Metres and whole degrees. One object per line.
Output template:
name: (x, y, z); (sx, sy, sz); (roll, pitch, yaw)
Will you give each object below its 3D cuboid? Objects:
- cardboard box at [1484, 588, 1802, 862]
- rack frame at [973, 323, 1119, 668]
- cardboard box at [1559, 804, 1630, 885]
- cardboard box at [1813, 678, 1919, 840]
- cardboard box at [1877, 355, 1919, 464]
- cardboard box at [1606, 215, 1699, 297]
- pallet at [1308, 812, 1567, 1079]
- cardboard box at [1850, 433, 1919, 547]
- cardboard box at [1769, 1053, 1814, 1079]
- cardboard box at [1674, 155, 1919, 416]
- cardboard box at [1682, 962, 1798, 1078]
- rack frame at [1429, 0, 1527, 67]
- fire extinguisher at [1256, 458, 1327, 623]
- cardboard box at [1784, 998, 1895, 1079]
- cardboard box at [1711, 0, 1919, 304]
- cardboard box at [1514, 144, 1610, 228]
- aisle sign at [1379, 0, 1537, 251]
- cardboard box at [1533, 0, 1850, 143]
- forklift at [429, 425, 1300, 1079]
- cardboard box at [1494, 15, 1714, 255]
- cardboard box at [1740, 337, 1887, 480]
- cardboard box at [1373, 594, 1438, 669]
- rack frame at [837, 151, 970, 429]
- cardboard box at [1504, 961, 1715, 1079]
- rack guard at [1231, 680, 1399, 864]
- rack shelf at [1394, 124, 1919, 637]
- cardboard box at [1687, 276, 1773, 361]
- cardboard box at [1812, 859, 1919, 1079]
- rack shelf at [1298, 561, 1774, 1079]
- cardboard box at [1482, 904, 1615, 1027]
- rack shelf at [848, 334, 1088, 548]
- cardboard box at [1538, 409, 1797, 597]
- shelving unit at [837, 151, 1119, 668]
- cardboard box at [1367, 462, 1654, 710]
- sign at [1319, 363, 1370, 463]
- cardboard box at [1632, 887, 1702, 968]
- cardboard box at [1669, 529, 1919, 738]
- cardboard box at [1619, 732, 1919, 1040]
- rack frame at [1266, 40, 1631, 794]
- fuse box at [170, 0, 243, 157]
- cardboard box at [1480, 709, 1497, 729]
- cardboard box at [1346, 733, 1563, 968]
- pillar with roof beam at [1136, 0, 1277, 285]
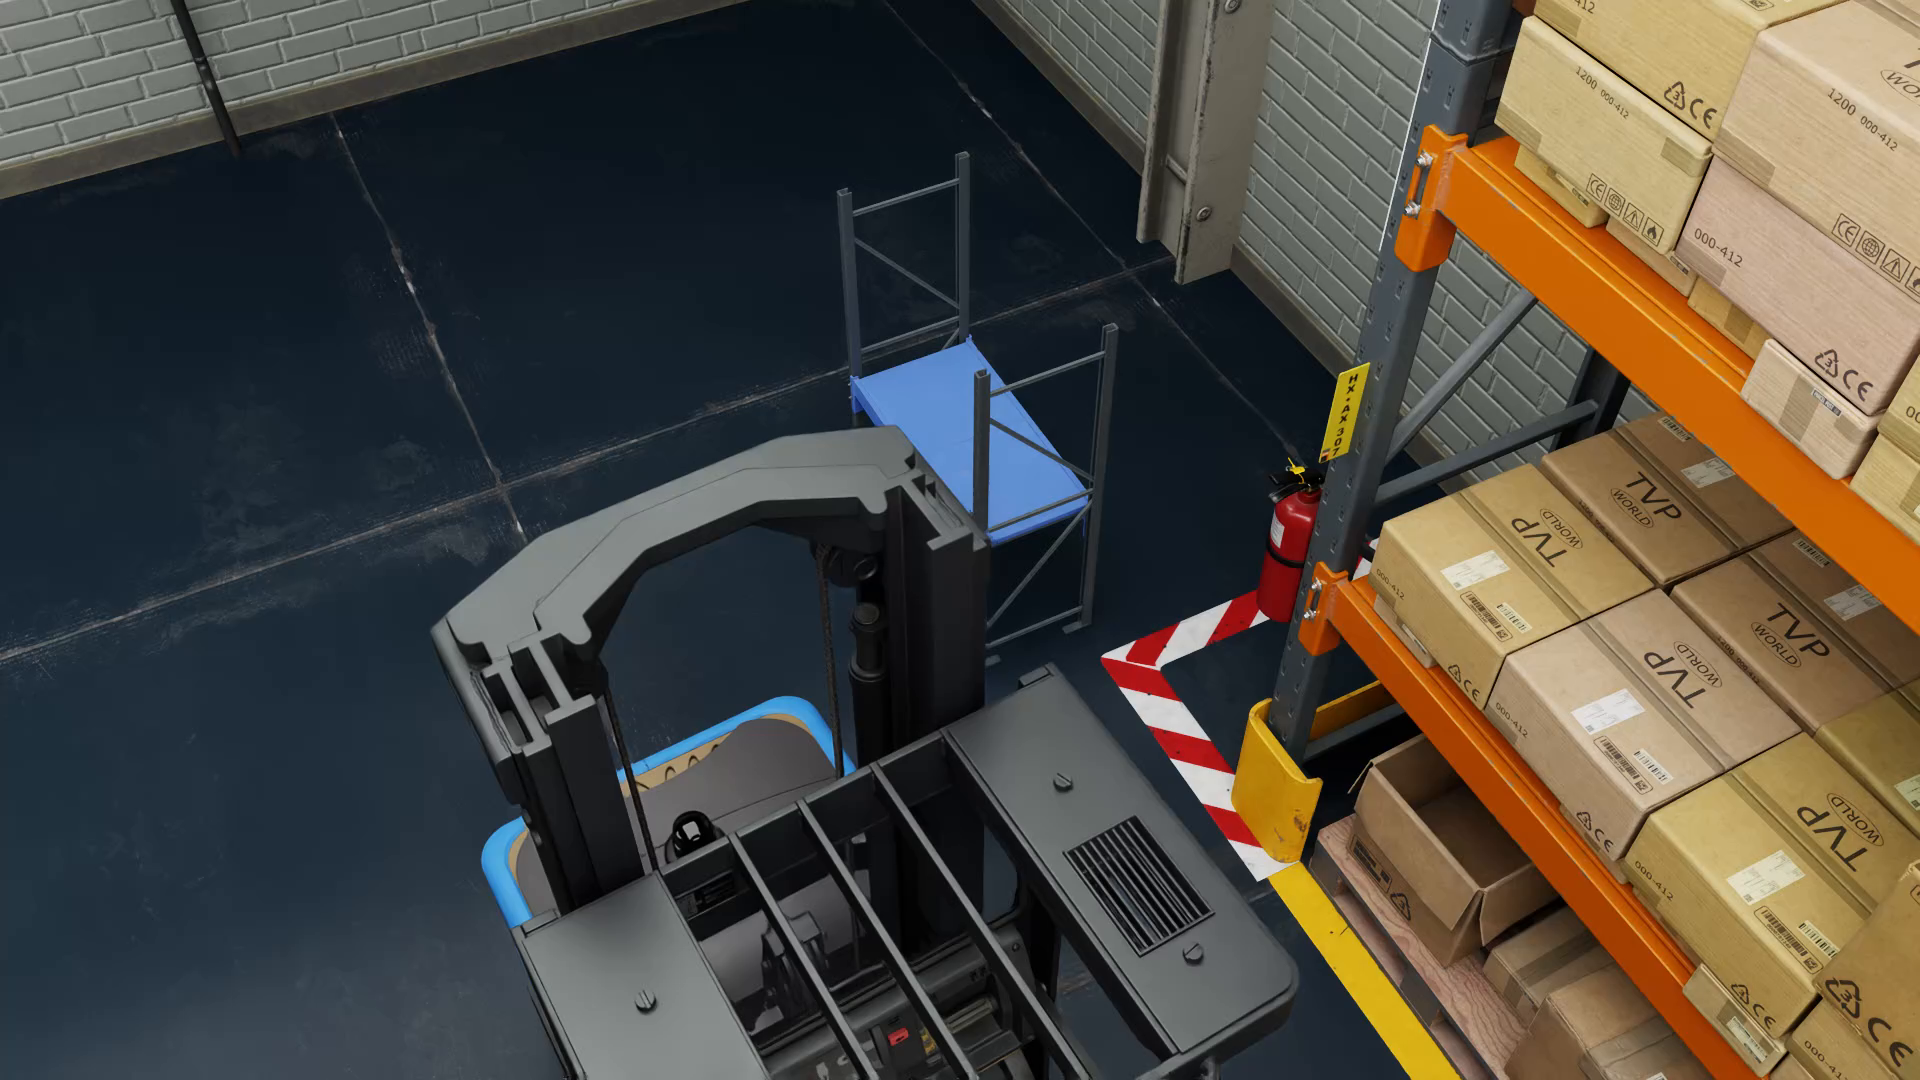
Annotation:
cardboard box: (1.692, 0.452, 4.156); (0.500, 0.250, 0.500); (-21, 52, -17)
rack frame: (0.272, -0.096, 5.731); (0.500, 1.500, 0.032); (-21, 52, -18)
cardboard box: (1.769, 0.673, 4.228); (0.380, 0.149, 0.250); (-20, 52, -16)
cardboard box: (2.396, 0.613, 4.015); (0.500, 0.250, 0.500); (-20, 52, -16)
cardboard box: (1.927, -0.198, 2.732); (0.500, 0.250, 0.500); (-23, 53, -19)
cardboard box: (1.575, -0.678, 3.417); (0.380, 0.149, 0.250); (-20, 52, -17)
pallet: (1.893, 1.269, 5.393); (1.003, 0.211, 1.213); (-21, 52, -18)
cardboard box: (1.826, -0.125, 2.934); (0.380, 0.149, 0.250); (-21, 52, -18)
cardboard box: (2.083, 1.213, 3.756); (0.380, 0.149, 0.250); (-20, 52, -17)
cardboard box: (1.704, -0.545, 3.036); (0.500, 0.250, 0.500); (-20, 52, -17)
cardboard box: (1.944, 1.043, 3.904); (0.380, 0.149, 0.250); (-23, 53, -19)
rack frame: (1.493, -2.208, 2.596); (1.000, 3.000, 0.127); (-21, 52, -18)
fire extinguisher: (1.014, -0.024, 4.970); (0.296, 0.674, 0.183); (-21, 52, -18)
cardboard box: (2.179, 1.125, 3.568); (0.500, 0.250, 0.500); (-22, 53, -18)
cardboard box: (1.688, -0.703, 2.842); (0.500, 0.250, 0.500); (-22, 52, -18)
cardboard box: (1.432, -0.844, 3.563); (0.380, 0.149, 0.250); (-20, 52, -17)
aisle sign: (1.200, -1.033, 3.827); (0.394, 0.787, 0.004); (-21, 52, -18)
cardboard box: (1.472, -1.050, 3.146); (0.500, 0.250, 0.500); (-22, 52, -18)
forklift: (-0.128, 1.311, 3.549); (1.130, 2.935, 3.031); (-24, 53, -20)
cardboard box: (1.453, -0.878, 3.327); (0.500, 0.250, 0.500); (-22, 52, -18)
cardboard box: (1.700, -0.298, 3.085); (0.380, 0.149, 0.250); (-20, 52, -17)
cardboard box: (1.399, 0.164, 4.673); (0.380, 0.149, 0.250); (-22, 52, -18)
rack frame: (-0.194, -0.777, 6.326); (0.500, 1.500, 0.032); (-21, 52, -18)
cardboard box: (2.045, 1.479, 4.738); (0.700, 0.500, 0.500); (-19, 52, -16)
rack guard: (1.527, 0.641, 5.750); (1.175, 0.500, 0.348); (-21, 52, -18)
rack shelf: (2.408, 0.355, 2.825); (1.077, 0.370, 4.000); (-21, 52, -18)
cardboard box: (1.677, -0.500, 3.262); (0.380, 0.149, 0.250); (-21, 52, -17)
cardboard box: (2.147, 0.872, 3.291); (0.500, 0.500, 0.500); (-20, 52, -17)
rack shelf: (2.408, 1.342, 3.954); (1.077, 0.370, 4.000); (-21, 52, -18)
cardboard box: (1.848, 1.307, 5.122); (0.380, 0.149, 0.250); (-23, 53, -19)
rack shelf: (0.039, -0.318, 6.164); (0.538, 0.185, 1.000); (-21, 52, -18)
cardboard box: (1.939, -0.065, 4.609); (0.500, 0.250, 0.500); (-20, 52, -16)
shelving unit: (0.039, -0.437, 6.028); (0.538, 1.500, 1.048); (-21, 52, -18)
cardboard box: (1.461, 0.115, 4.451); (0.500, 0.250, 0.500); (-21, 52, -17)
sign: (1.010, -0.331, 4.364); (0.100, 0.325, 0.005); (-21, 52, -18)
cardboard box: (1.895, 0.848, 4.075); (0.380, 0.149, 0.250); (-20, 52, -17)
cardboard box: (2.174, 0.280, 4.307); (0.500, 0.250, 0.500); (-21, 52, -17)
cardboard box: (1.926, 0.790, 3.861); (0.500, 0.250, 0.500); (-22, 52, -18)
rack frame: (1.493, -0.233, 4.854); (1.000, 3.000, 0.127); (-21, 52, -18)
fuse box: (-3.586, -2.488, 7.682); (0.539, 1.711, 0.414); (-21, 52, -18)
cardboard box: (1.557, 0.318, 4.538); (0.380, 0.149, 0.250); (-20, 52, -17)
cardboard box: (1.688, 0.893, 5.249); (0.797, 0.503, 0.637); (-23, 53, -19)
pillar with roof beam: (-2.768, -2.840, 3.148); (9.100, 9.000, 0.400); (-21, 52, -18)
